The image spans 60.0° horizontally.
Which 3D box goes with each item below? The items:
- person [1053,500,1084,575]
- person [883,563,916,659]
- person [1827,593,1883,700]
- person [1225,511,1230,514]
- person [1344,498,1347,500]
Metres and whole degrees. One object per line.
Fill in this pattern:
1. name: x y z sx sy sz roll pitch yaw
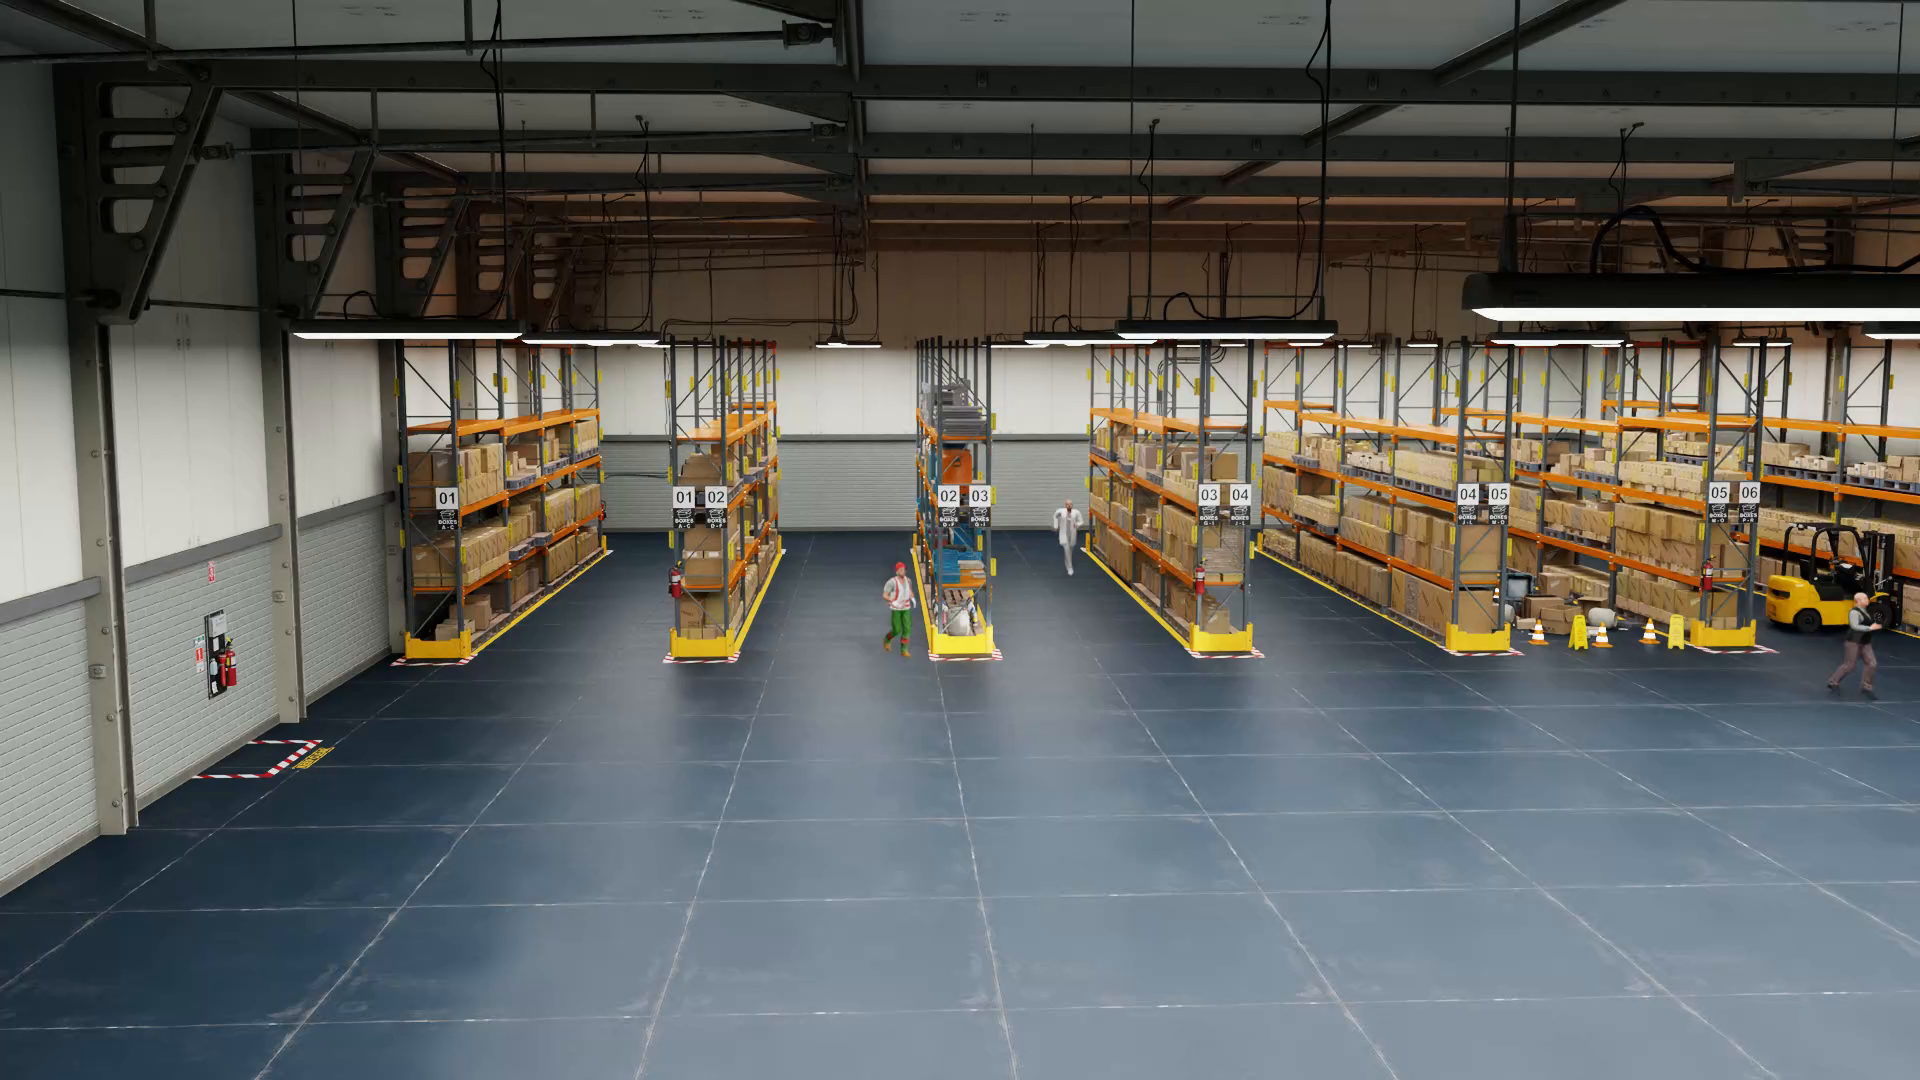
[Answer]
1. person: 2.672 -0.088 40.930 0.728 1.823 1.033 0 6 -2
2. person: -1.141 1.303 31.230 0.689 1.779 0.792 -4 8 -34
3. person: 14.809 1.750 27.475 0.672 1.789 0.786 -6 9 -41
4. person: 7.438 -0.354 46.485 0.694 1.601 0.549 0 6 3
5. person: 10.752 -0.381 46.821 0.612 1.612 0.464 -1 7 -8
